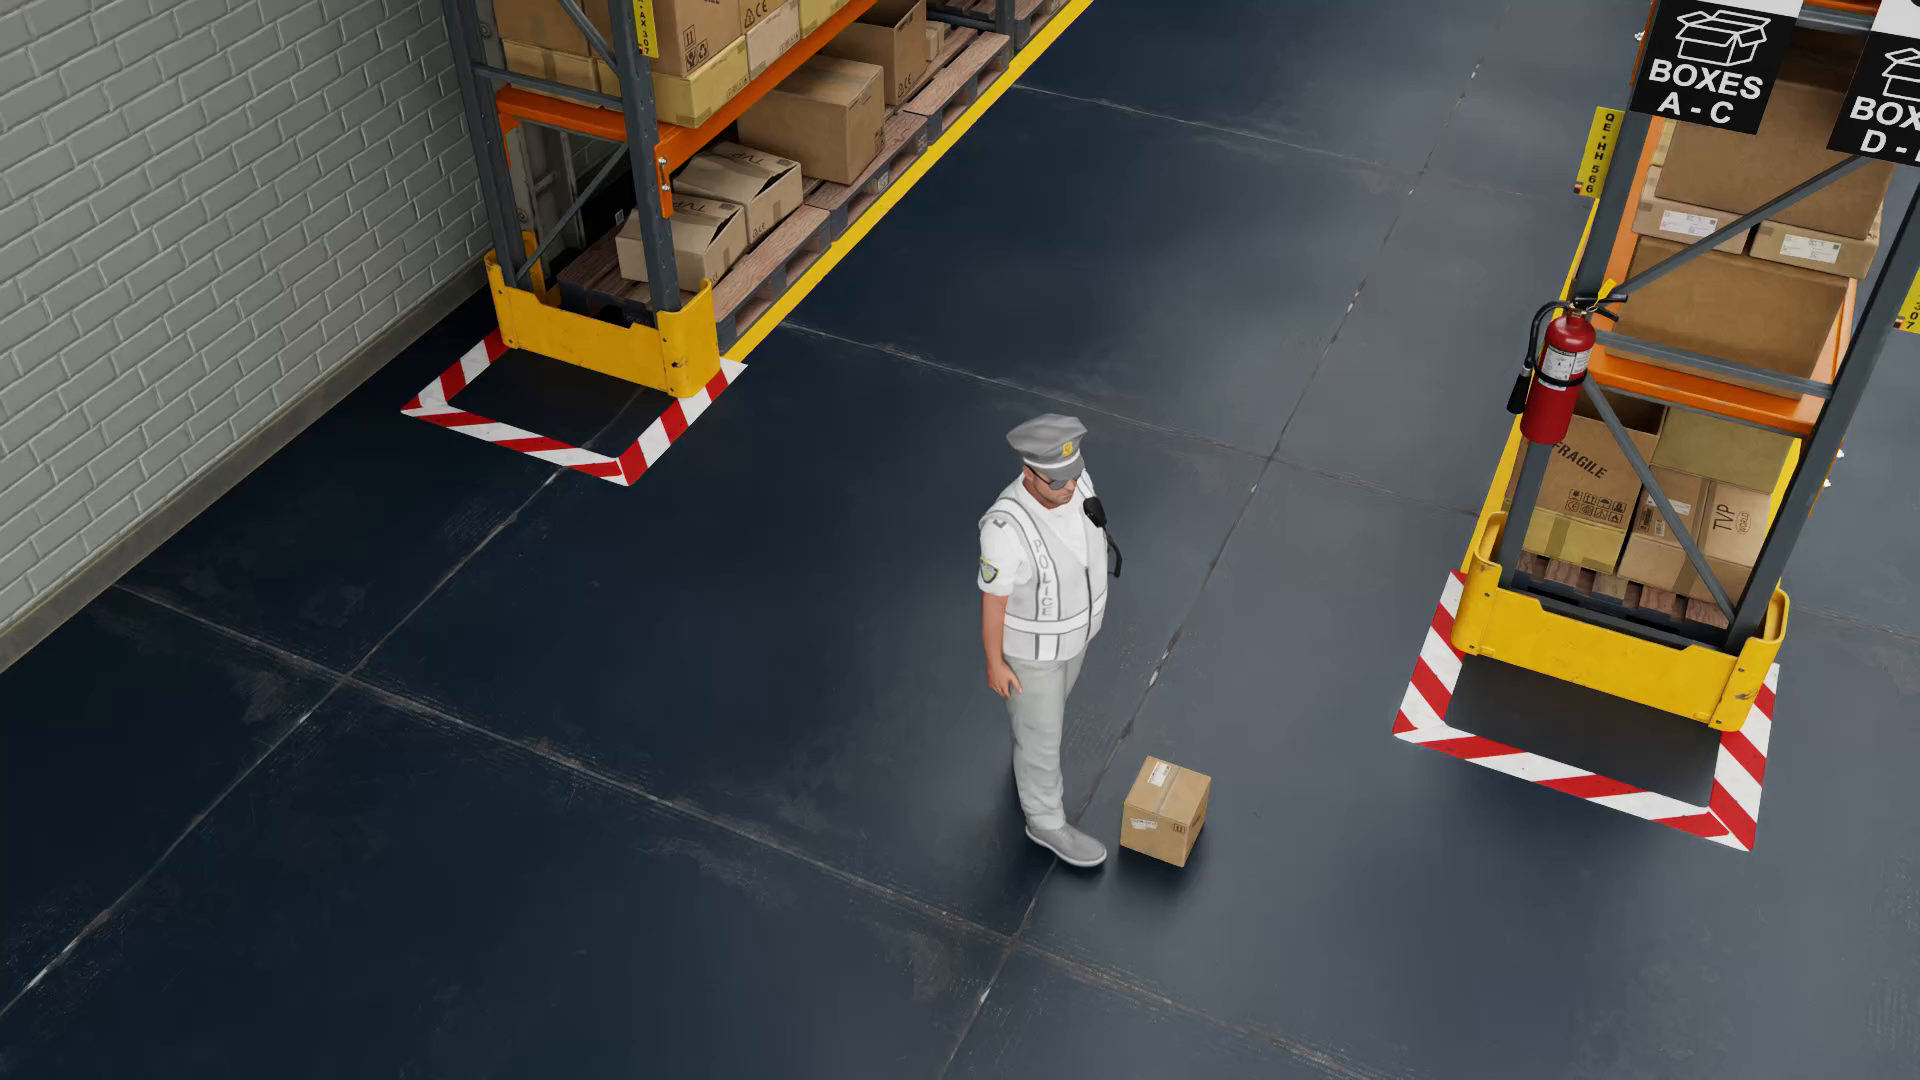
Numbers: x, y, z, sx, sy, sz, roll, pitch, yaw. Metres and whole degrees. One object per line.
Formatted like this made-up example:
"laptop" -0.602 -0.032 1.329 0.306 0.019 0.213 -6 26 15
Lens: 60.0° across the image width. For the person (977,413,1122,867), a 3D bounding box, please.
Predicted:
"person" 0.379 0.343 5.755 0.613 1.752 0.541 29 49 28
